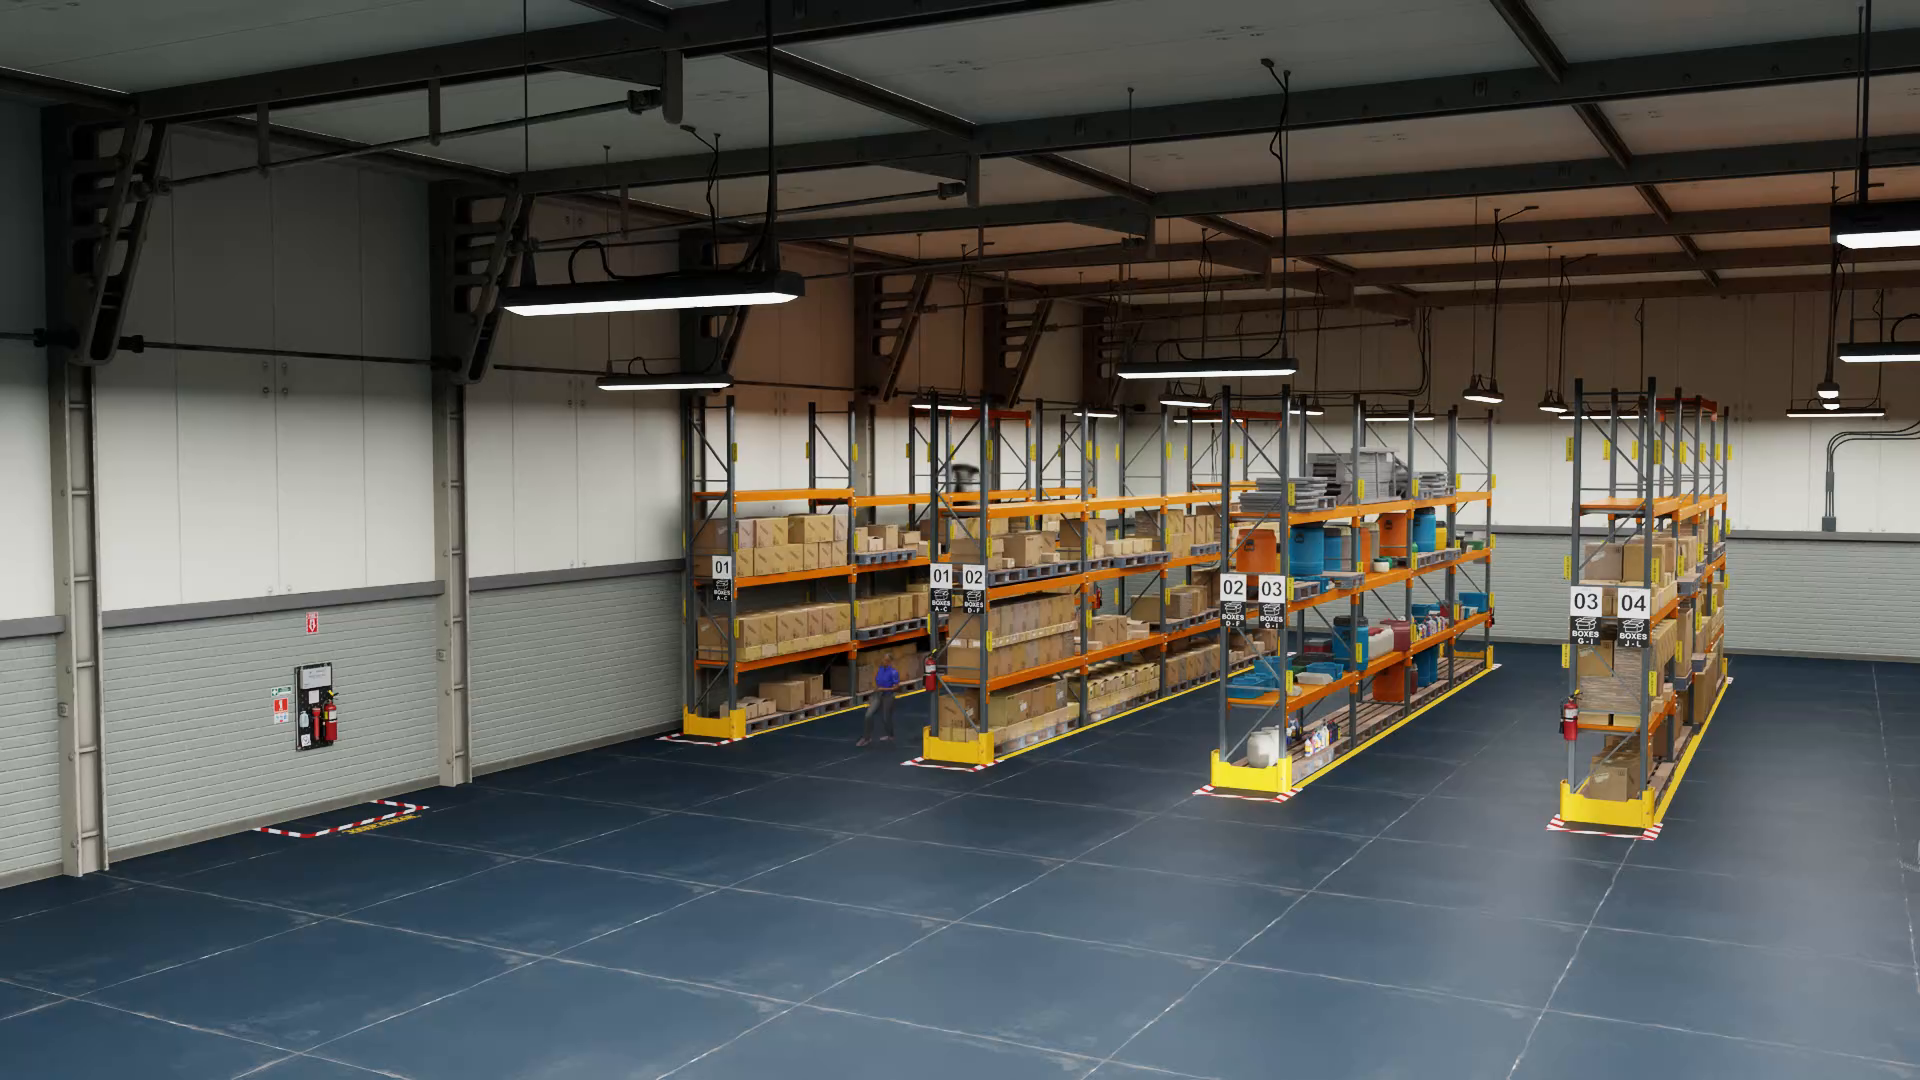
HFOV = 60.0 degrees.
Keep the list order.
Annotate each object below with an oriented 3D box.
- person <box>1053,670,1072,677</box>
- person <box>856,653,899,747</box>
[{"bbox_3d":[2.109,2.426,34.450,0.660,1.557,1.008,3,4,40],"label":"person"},{"bbox_3d":[-1.284,2.711,28.323,0.761,1.620,0.716,2,4,33],"label":"person"}]
